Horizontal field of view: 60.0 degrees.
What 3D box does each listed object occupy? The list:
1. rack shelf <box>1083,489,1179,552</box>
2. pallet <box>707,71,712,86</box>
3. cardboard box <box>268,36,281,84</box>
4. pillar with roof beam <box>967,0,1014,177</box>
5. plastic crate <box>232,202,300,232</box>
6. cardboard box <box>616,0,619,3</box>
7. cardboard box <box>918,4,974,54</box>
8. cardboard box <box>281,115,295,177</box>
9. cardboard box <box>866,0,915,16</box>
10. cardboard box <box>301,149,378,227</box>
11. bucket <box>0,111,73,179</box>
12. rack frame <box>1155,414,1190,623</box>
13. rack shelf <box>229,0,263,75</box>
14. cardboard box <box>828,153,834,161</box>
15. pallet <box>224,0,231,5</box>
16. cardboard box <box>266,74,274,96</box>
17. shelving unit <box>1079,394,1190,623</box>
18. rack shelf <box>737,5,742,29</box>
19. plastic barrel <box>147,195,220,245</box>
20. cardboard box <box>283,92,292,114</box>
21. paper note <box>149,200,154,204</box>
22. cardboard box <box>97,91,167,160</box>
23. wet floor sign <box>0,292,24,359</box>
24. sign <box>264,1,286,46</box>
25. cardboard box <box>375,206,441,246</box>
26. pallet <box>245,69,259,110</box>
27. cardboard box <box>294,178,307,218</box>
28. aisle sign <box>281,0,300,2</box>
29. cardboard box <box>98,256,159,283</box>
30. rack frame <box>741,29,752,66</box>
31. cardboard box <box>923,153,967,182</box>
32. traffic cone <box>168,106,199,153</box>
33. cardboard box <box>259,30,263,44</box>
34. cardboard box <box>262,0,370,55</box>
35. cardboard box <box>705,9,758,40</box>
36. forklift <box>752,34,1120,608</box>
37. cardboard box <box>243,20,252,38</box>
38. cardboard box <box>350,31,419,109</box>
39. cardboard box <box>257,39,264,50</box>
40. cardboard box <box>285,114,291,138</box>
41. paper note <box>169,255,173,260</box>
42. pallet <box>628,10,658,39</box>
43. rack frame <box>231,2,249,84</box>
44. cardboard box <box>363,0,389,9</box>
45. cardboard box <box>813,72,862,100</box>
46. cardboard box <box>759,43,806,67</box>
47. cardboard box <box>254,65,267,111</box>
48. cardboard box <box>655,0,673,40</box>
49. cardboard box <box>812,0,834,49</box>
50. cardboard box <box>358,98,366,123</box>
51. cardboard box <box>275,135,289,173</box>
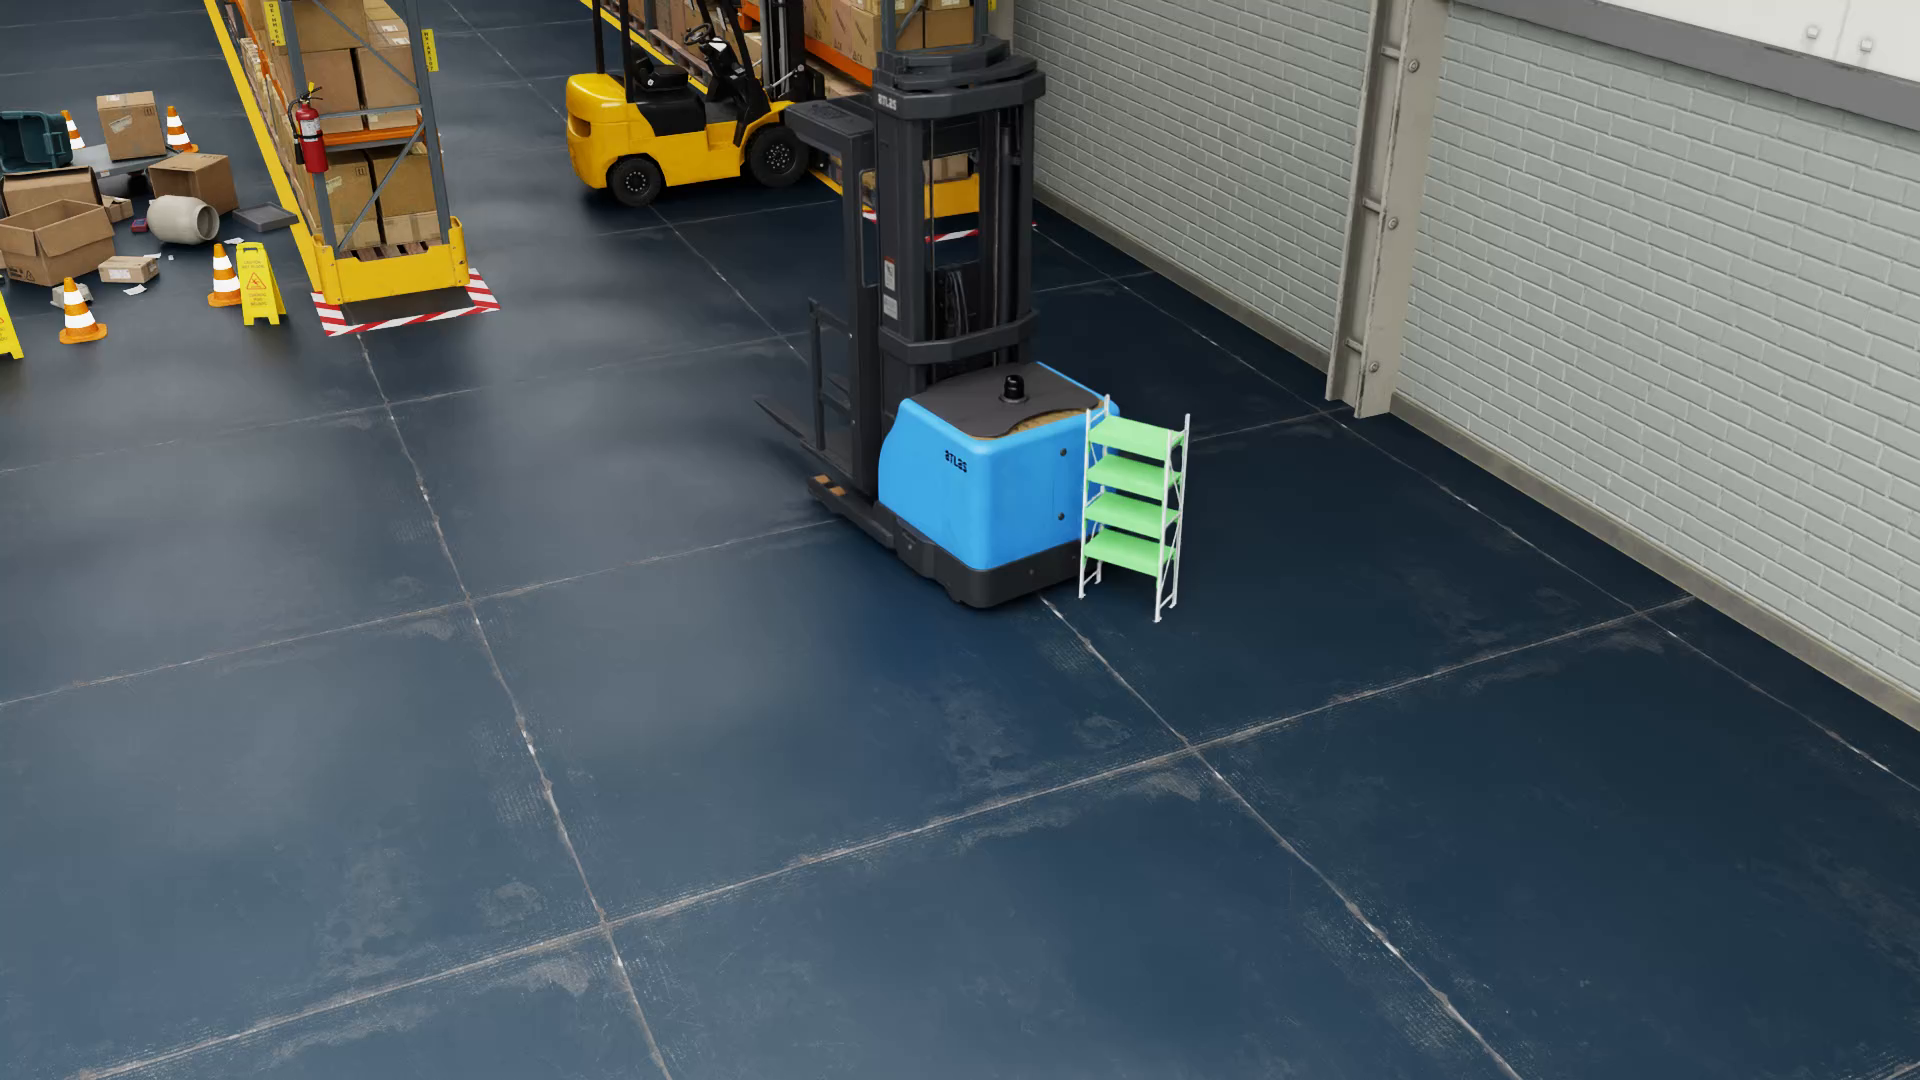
[{"bbox_3d":[0.965,-0.113,9.329,0.480,0.148,0.258,17,33,27],"label":"rack shelf"},{"bbox_3d":[-2.293,-5.306,19.469,1.003,0.211,1.213,-13,32,-22],"label":"pallet"},{"bbox_3d":[-5.610,-4.193,14.227,0.500,0.500,0.500,-13,32,-22],"label":"cardboard box"},{"bbox_3d":[-3.597,-6.647,12.877,9.100,9.000,0.400,-13,32,-22],"label":"pillar with roof beam"},{"bbox_3d":[-6.489,-3.022,15.530,0.583,0.080,0.402,26,38,38],"label":"plastic crate"},{"bbox_3d":[-4.467,-7.660,22.943,0.500,0.500,0.500,-12,31,-20],"label":"cardboard box"},{"bbox_3d":[-0.186,-4.759,15.540,0.500,0.500,0.500,-12,31,-20],"label":"cardboard box"},{"bbox_3d":[-5.952,-3.691,15.354,0.500,0.500,0.500,-11,31,-19],"label":"cardboard box"},{"bbox_3d":[-0.626,-4.859,15.055,0.380,0.149,0.250,-13,32,-21],"label":"cardboard box"},{"bbox_3d":[-5.285,-3.004,14.129,0.500,0.500,0.500,-13,32,-22],"label":"cardboard box"},{"bbox_3d":[-8.709,-3.736,15.612,0.726,0.611,0.620,-3,19,-5],"label":"bucket"},{"bbox_3d":[1.172,-0.106,9.185,0.015,1.200,0.240,17,33,27],"label":"rack frame"},{"bbox_3d":[-7.281,-5.731,18.111,1.077,0.370,4.000,-13,32,-22],"label":"rack shelf"},{"bbox_3d":[-1.123,-4.007,16.685,0.500,0.250,0.500,-13,32,-21],"label":"cardboard box"},{"bbox_3d":[-10.113,-7.831,23.972,1.003,0.211,1.213,-13,32,-22],"label":"pallet"},{"bbox_3d":[-6.414,-4.370,15.901,0.380,0.149,0.250,-13,32,-21],"label":"cardboard box"},{"bbox_3d":[0.965,-0.169,9.298,0.503,1.200,0.258,17,33,27],"label":"shelving unit"},{"bbox_3d":[-2.800,-6.774,19.973,1.077,0.370,4.000,-13,32,-22],"label":"rack shelf"},{"bbox_3d":[-6.959,-2.865,14.899,0.512,0.421,0.421,7,30,13],"label":"plastic barrel"},{"bbox_3d":[-5.497,-3.718,14.044,0.380,0.149,0.250,-13,32,-21],"label":"cardboard box"},{"bbox_3d":[-7.736,-3.274,16.030,0.148,0.019,0.142,-13,32,-22],"label":"paper note"},{"bbox_3d":[-8.017,-4.014,16.096,0.500,0.500,0.500,-13,32,-22],"label":"cardboard box"},{"bbox_3d":[-7.332,-1.686,12.570,0.267,0.644,0.232,-19,35,-30],"label":"wet floor sign"},{"bbox_3d":[-5.215,-3.929,12.656,0.100,0.325,0.005,-13,32,-22],"label":"sign"},{"bbox_3d":[-4.802,-2.792,14.517,0.500,0.250,0.500,-13,32,-22],"label":"cardboard box"},{"bbox_3d":[-7.806,-5.366,19.577,1.003,0.211,1.213,-13,32,-22],"label":"pallet"},{"bbox_3d":[-5.740,-3.139,15.136,0.500,0.250,0.500,-14,32,-24],"label":"cardboard box"},{"bbox_3d":[-4.941,-4.440,12.415,0.394,0.787,0.004,-13,32,-22],"label":"aisle sign"},{"bbox_3d":[-7.092,-2.305,14.181,0.380,0.149,0.250,2,29,4],"label":"cardboard box"},{"bbox_3d":[-1.941,-6.205,18.221,1.000,3.000,0.127,-13,32,-22],"label":"rack frame"},{"bbox_3d":[-0.258,-3.680,16.100,0.500,0.250,0.500,-13,32,-22],"label":"cardboard box"},{"bbox_3d":[-8.219,-4.308,17.433,0.336,0.463,0.334,-13,32,-22],"label":"traffic cone"},{"bbox_3d":[-6.249,-4.865,15.425,0.500,0.500,0.500,-13,32,-22],"label":"cardboard box"},{"bbox_3d":[-5.122,-4.183,13.188,0.700,0.500,0.500,-14,32,-23],"label":"cardboard box"},{"bbox_3d":[-2.502,-5.925,19.720,0.875,0.625,0.625,-13,32,-22],"label":"cardboard box"},{"bbox_3d":[-0.322,-1.568,10.022,1.130,2.935,3.031,-18,34,-29],"label":"forklift"},{"bbox_3d":[-8.361,-6.507,20.503,0.875,0.875,0.875,-13,32,-22],"label":"cardboard box"},{"bbox_3d":[-4.658,-3.835,13.588,0.500,0.500,0.500,-14,32,-23],"label":"cardboard box"},{"bbox_3d":[-6.577,-4.845,16.053,0.380,0.149,0.250,-13,32,-22],"label":"cardboard box"},{"bbox_3d":[-5.720,-3.664,14.641,0.380,0.149,0.250,-12,31,-20],"label":"cardboard box"},{"bbox_3d":[-6.953,-2.488,14.650,0.032,0.001,0.123,-13,32,-22],"label":"paper note"},{"bbox_3d":[-3.945,-7.093,22.657,1.003,0.211,1.213,-13,32,-22],"label":"pallet"},{"bbox_3d":[-8.140,-6.928,19.511,1.000,3.000,0.127,-13,32,-22],"label":"rack frame"},{"bbox_3d":[-5.329,-4.511,14.794,0.500,0.500,0.500,-14,32,-23],"label":"cardboard box"},{"bbox_3d":[-1.153,-4.441,16.435,0.500,0.250,0.500,-13,32,-21],"label":"cardboard box"},{"bbox_3d":[-1.806,-5.117,17.641,0.500,0.250,0.500,-13,32,-22],"label":"cardboard box"},{"bbox_3d":[-7.262,-5.053,18.424,0.950,0.372,0.625,-12,31,-20],"label":"cardboard box"},{"bbox_3d":[-3.403,-6.841,21.354,0.875,0.625,0.625,-12,31,-20],"label":"cardboard box"},{"bbox_3d":[-1.107,-5.101,16.151,0.500,0.500,0.500,-14,32,-23],"label":"cardboard box"},{"bbox_3d":[-4.786,-3.586,13.809,0.380,0.149,0.250,-13,32,-21],"label":"cardboard box"},{"bbox_3d":[-6.413,-3.827,16.364,0.500,0.250,0.500,-15,32,-24],"label":"cardboard box"}]
